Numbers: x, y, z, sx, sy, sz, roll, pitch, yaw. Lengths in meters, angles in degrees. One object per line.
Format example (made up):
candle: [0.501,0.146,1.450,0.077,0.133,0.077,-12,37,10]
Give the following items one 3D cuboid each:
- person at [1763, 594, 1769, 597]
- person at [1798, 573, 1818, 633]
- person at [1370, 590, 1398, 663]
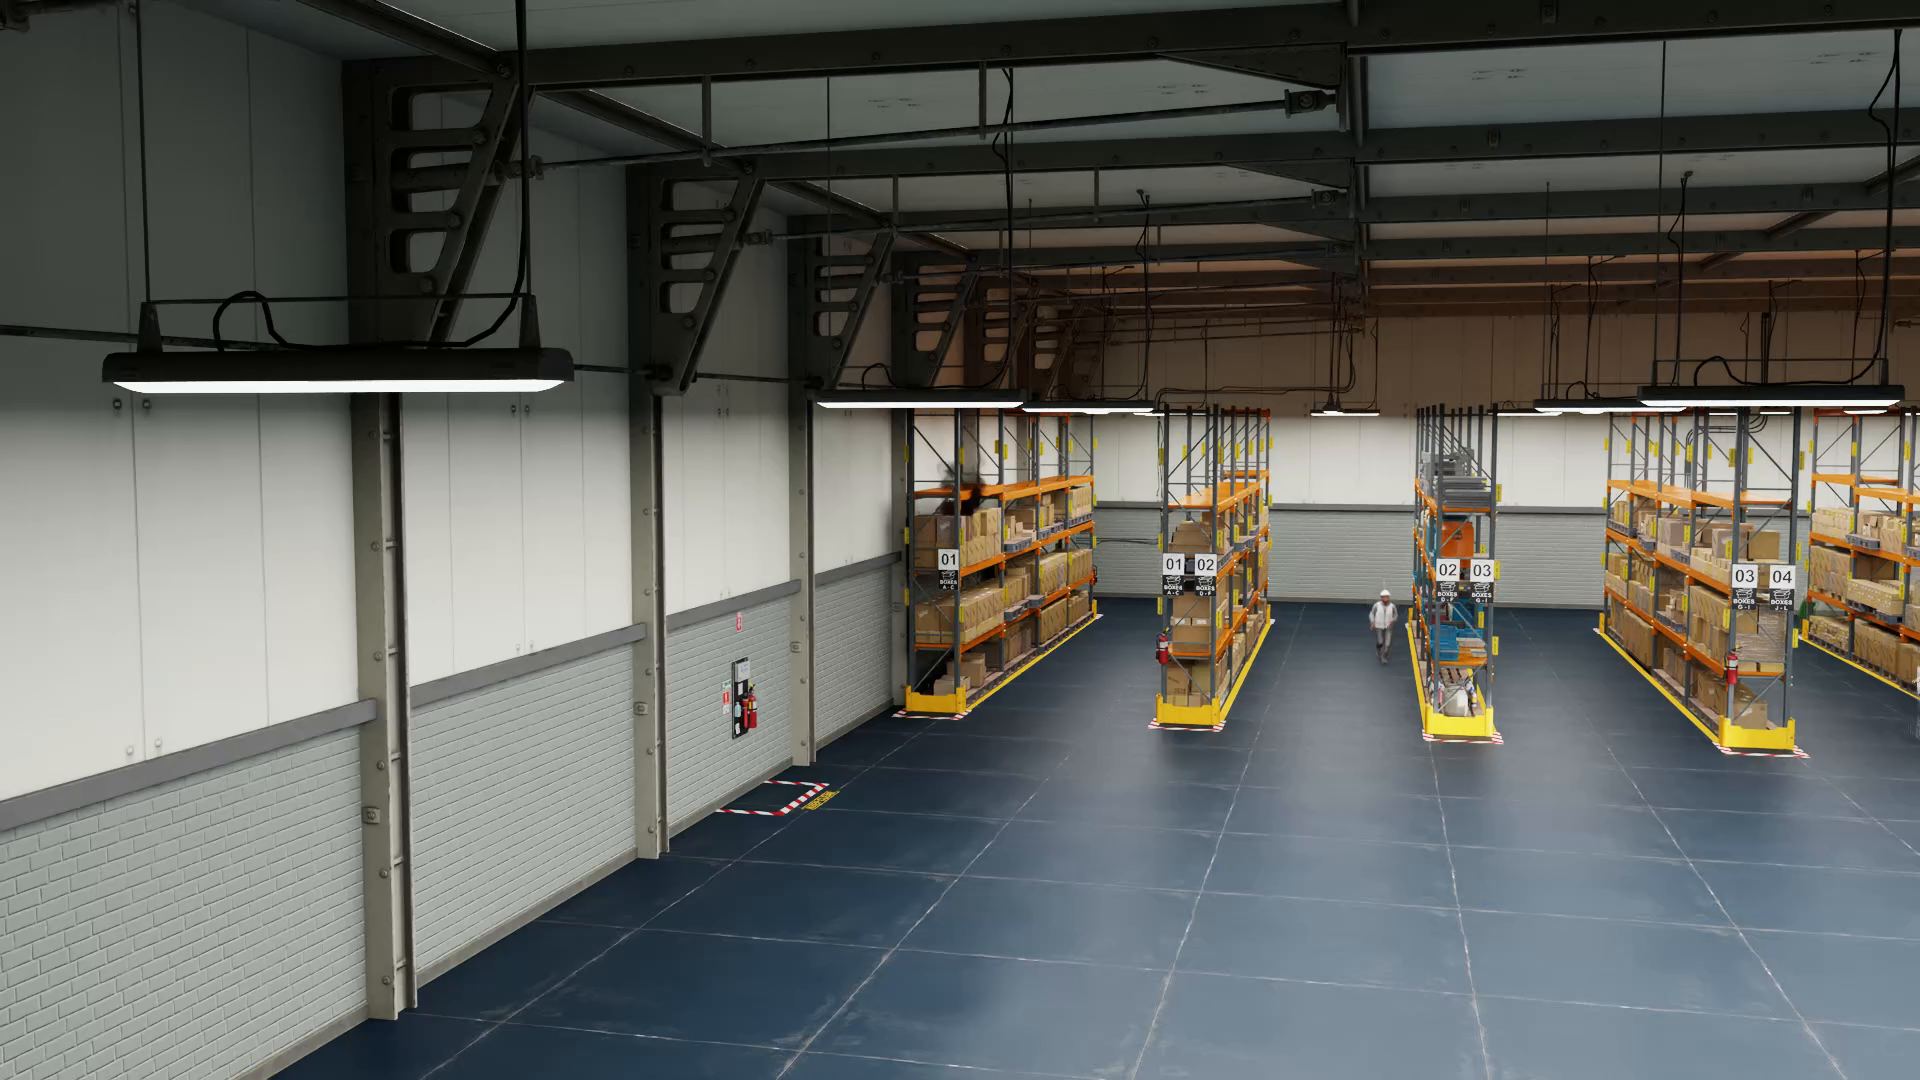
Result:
person: [20.365,1.880,41.759,0.565,1.687,0.731,2,4,20]
person: [22.704,1.631,44.341,0.779,1.774,0.682,1,4,8]
person: [9.917,2.032,38.877,0.644,1.723,0.610,1,4,9]
